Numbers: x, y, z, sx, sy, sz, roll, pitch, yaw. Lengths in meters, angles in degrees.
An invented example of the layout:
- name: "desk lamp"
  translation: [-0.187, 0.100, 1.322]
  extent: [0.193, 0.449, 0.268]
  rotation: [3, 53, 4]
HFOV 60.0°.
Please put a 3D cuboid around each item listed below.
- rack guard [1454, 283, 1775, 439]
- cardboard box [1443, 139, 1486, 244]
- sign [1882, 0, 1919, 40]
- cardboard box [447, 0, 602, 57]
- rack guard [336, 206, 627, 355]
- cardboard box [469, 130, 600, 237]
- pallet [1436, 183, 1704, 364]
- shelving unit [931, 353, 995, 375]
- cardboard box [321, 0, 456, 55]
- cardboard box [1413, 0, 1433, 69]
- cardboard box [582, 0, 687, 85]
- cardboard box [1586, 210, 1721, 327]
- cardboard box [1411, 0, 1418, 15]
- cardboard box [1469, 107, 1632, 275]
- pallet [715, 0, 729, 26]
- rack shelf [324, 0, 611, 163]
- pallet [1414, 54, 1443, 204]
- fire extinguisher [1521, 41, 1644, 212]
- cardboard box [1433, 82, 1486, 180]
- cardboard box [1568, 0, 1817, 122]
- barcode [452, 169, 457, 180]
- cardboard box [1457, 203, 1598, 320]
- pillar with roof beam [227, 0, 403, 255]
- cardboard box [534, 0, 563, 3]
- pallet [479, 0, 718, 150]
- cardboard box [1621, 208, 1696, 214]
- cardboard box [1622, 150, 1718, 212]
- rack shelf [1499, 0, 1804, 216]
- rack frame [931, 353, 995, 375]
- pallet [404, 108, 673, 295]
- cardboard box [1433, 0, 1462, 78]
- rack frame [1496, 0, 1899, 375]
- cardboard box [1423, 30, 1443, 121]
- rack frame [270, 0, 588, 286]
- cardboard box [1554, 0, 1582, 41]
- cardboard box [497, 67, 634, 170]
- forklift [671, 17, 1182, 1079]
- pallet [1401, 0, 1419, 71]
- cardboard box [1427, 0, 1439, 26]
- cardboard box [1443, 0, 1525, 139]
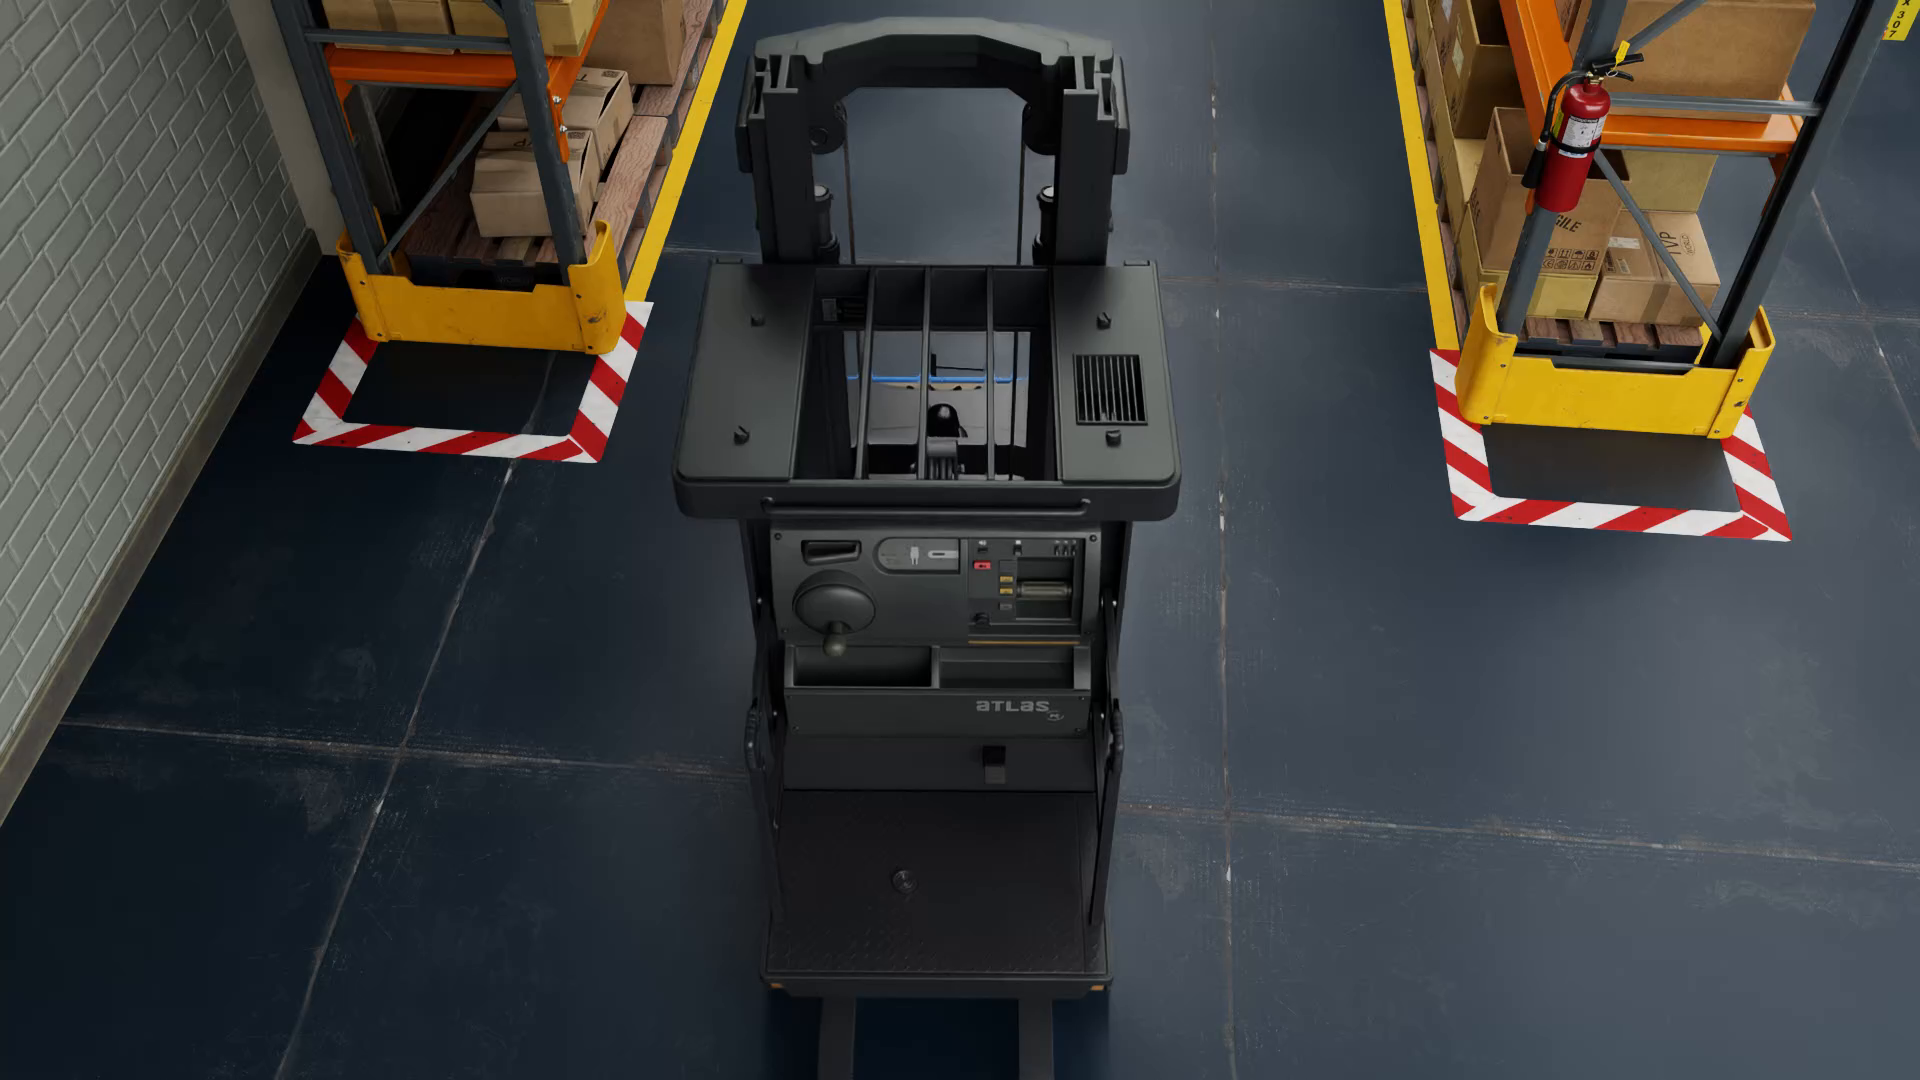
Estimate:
- name: "rack guard"
  translation: [2.782, -0.767, 7.139]
  extent: [1.175, 0.500, 0.348]
  rotation: [4, 48, 4]
- name: "cardboard box"
  translation: [2.573, -1.625, 7.808]
  extent: [0.500, 0.250, 0.500]
  rotation: [4, 48, 4]
- name: "sign"
  translation: [3.337, -1.906, 5.846]
  extent: [0.100, 0.325, 0.005]
  rotation: [4, 48, 4]
- name: "cardboard box"
  translation: [-1.788, -2.252, 6.891]
  extent: [0.500, 0.250, 0.500]
  rotation: [3, 48, 2]
- name: "rack guard"
  translation: [-2.142, -1.171, 7.508]
  extent: [1.175, 0.500, 0.348]
  rotation: [4, 48, 4]
- name: "cardboard box"
  translation: [-1.996, -1.703, 7.824]
  extent: [0.500, 0.311, 0.500]
  rotation: [-1, 48, -1]
- name: "pallet"
  translation: [2.813, -1.252, 7.778]
  extent: [1.003, 0.211, 1.213]
  rotation: [4, 48, 4]
- name: "shelving unit"
  translation: [0.001, -0.310, 6.449]
  extent: [0.258, 0.900, 0.210]
  rotation: [4, 48, 4]
- name: "cardboard box"
  translation: [-2.299, -2.272, 6.909]
  extent: [0.500, 0.250, 0.500]
  rotation: [4, 48, 4]
- name: "cardboard box"
  translation: [2.704, -2.727, 8.816]
  extent: [0.500, 0.250, 0.500]
  rotation: [4, 48, 4]
- name: "cardboard box"
  translation: [-1.828, -2.721, 8.628]
  extent: [0.700, 0.500, 0.500]
  rotation: [1, 48, 1]
- name: "cardboard box"
  translation: [3.055, -1.222, 7.439]
  extent: [0.500, 0.250, 0.500]
  rotation: [4, 48, 4]
- name: "cardboard box"
  translation: [2.754, -3.094, 9.152]
  extent: [0.500, 0.250, 0.500]
  rotation: [4, 48, 4]
- name: "cardboard box"
  translation: [2.537, -1.510, 7.195]
  extent: [0.500, 0.500, 0.500]
  rotation: [4, 48, 4]
- name: "pallet"
  translation: [-1.810, -3.461, 9.799]
  extent: [1.003, 0.211, 1.213]
  rotation: [4, 48, 4]
- name: "rack shelf"
  translation: [-1.967, -3.186, 8.145]
  extent: [1.077, 0.370, 4.000]
  rotation: [4, 48, 4]
- name: "pallet"
  translation: [2.926, -2.146, 8.596]
  extent: [1.003, 0.211, 1.213]
  rotation: [4, 48, 4]
- name: "fire extinguisher"
  translation: [2.311, -1.547, 6.211]
  extent: [0.296, 0.674, 0.183]
  rotation: [4, 48, 4]
- name: "cardboard box"
  translation: [2.617, -1.992, 8.144]
  extent: [0.500, 0.250, 0.500]
  rotation: [4, 48, 4]
- name: "cardboard box"
  translation: [2.840, -2.005, 6.509]
  extent: [0.700, 0.500, 0.500]
  rotation: [4, 48, 4]
- name: "barcode"
  translation: [-2.393, -1.746, 7.858]
  extent: [0.001, 0.075, 0.075]
  rotation: [4, 48, 4]
- name: "cardboard box"
  translation: [2.539, -1.256, 7.471]
  extent: [0.500, 0.250, 0.500]
  rotation: [4, 48, 4]
- name: "pillar with roof beam"
  translation: [1.341, -4.267, 4.580]
  extent: [9.100, 9.000, 0.400]
  rotation: [4, 48, 4]
- name: "cardboard box"
  translation: [-1.806, -2.499, 6.609]
  extent: [0.500, 0.500, 0.500]
  rotation: [4, 48, 4]
- name: "pallet"
  translation: [-1.919, -2.563, 8.977]
  extent: [1.003, 0.211, 1.213]
  rotation: [4, 48, 4]
- name: "cardboard box"
  translation: [3.097, -1.589, 7.776]
  extent: [0.500, 0.250, 0.500]
  rotation: [4, 48, 4]
- name: "cardboard box"
  translation: [3.099, -1.842, 7.499]
  extent: [0.500, 0.500, 0.500]
  rotation: [4, 48, 4]
- name: "rack shelf"
  translation: [2.967, -2.856, 7.842]
  extent: [1.077, 0.370, 4.000]
  rotation: [4, 48, 4]
- name: "rack frame"
  translation: [0.010, -0.384, 6.518]
  extent: [0.240, 0.900, 0.006]
  rotation: [4, 48, 4]
- name: "pallet"
  translation: [-2.033, -1.668, 8.159]
  extent: [1.003, 0.211, 1.213]
  rotation: [4, 48, 4]
- name: "cardboard box"
  translation: [2.661, -2.613, 8.203]
  extent: [0.500, 0.500, 0.500]
  rotation: [4, 48, 4]
- name: "rack frame"
  translation: [2.785, -1.629, 6.233]
  extent: [1.000, 3.000, 0.127]
  rotation: [4, 48, 4]
- name: "cardboard box"
  translation: [2.664, -2.359, 8.480]
  extent: [0.500, 0.250, 0.500]
  rotation: [4, 48, 4]
- name: "rack frame"
  translation: [-2.149, -1.959, 6.535]
  extent: [1.000, 3.000, 0.127]
  rotation: [4, 48, 4]
- name: "cardboard box"
  translation: [2.883, -2.391, 6.862]
  extent: [0.700, 0.500, 0.500]
  rotation: [5, 48, 5]
- name: "cardboard box"
  translation: [-1.944, -2.121, 8.207]
  extent: [0.500, 0.311, 0.500]
  rotation: [7, 48, 7]
- name: "forklift"
  translation: [-0.068, 0.238, 4.572]
  extent: [1.130, 2.935, 3.031]
  rotation: [0, 48, 0]
- name: "pallet"
  translation: [3.035, -3.045, 9.418]
  extent: [1.003, 0.211, 1.213]
  rotation: [4, 48, 4]
- name: "cardboard box"
  translation: [2.704, -2.980, 8.540]
  extent: [0.500, 0.500, 0.500]
  rotation: [4, 48, 4]
- name: "cardboard box"
  translation: [2.614, -2.245, 7.868]
  extent: [0.500, 0.500, 0.500]
  rotation: [4, 48, 4]
